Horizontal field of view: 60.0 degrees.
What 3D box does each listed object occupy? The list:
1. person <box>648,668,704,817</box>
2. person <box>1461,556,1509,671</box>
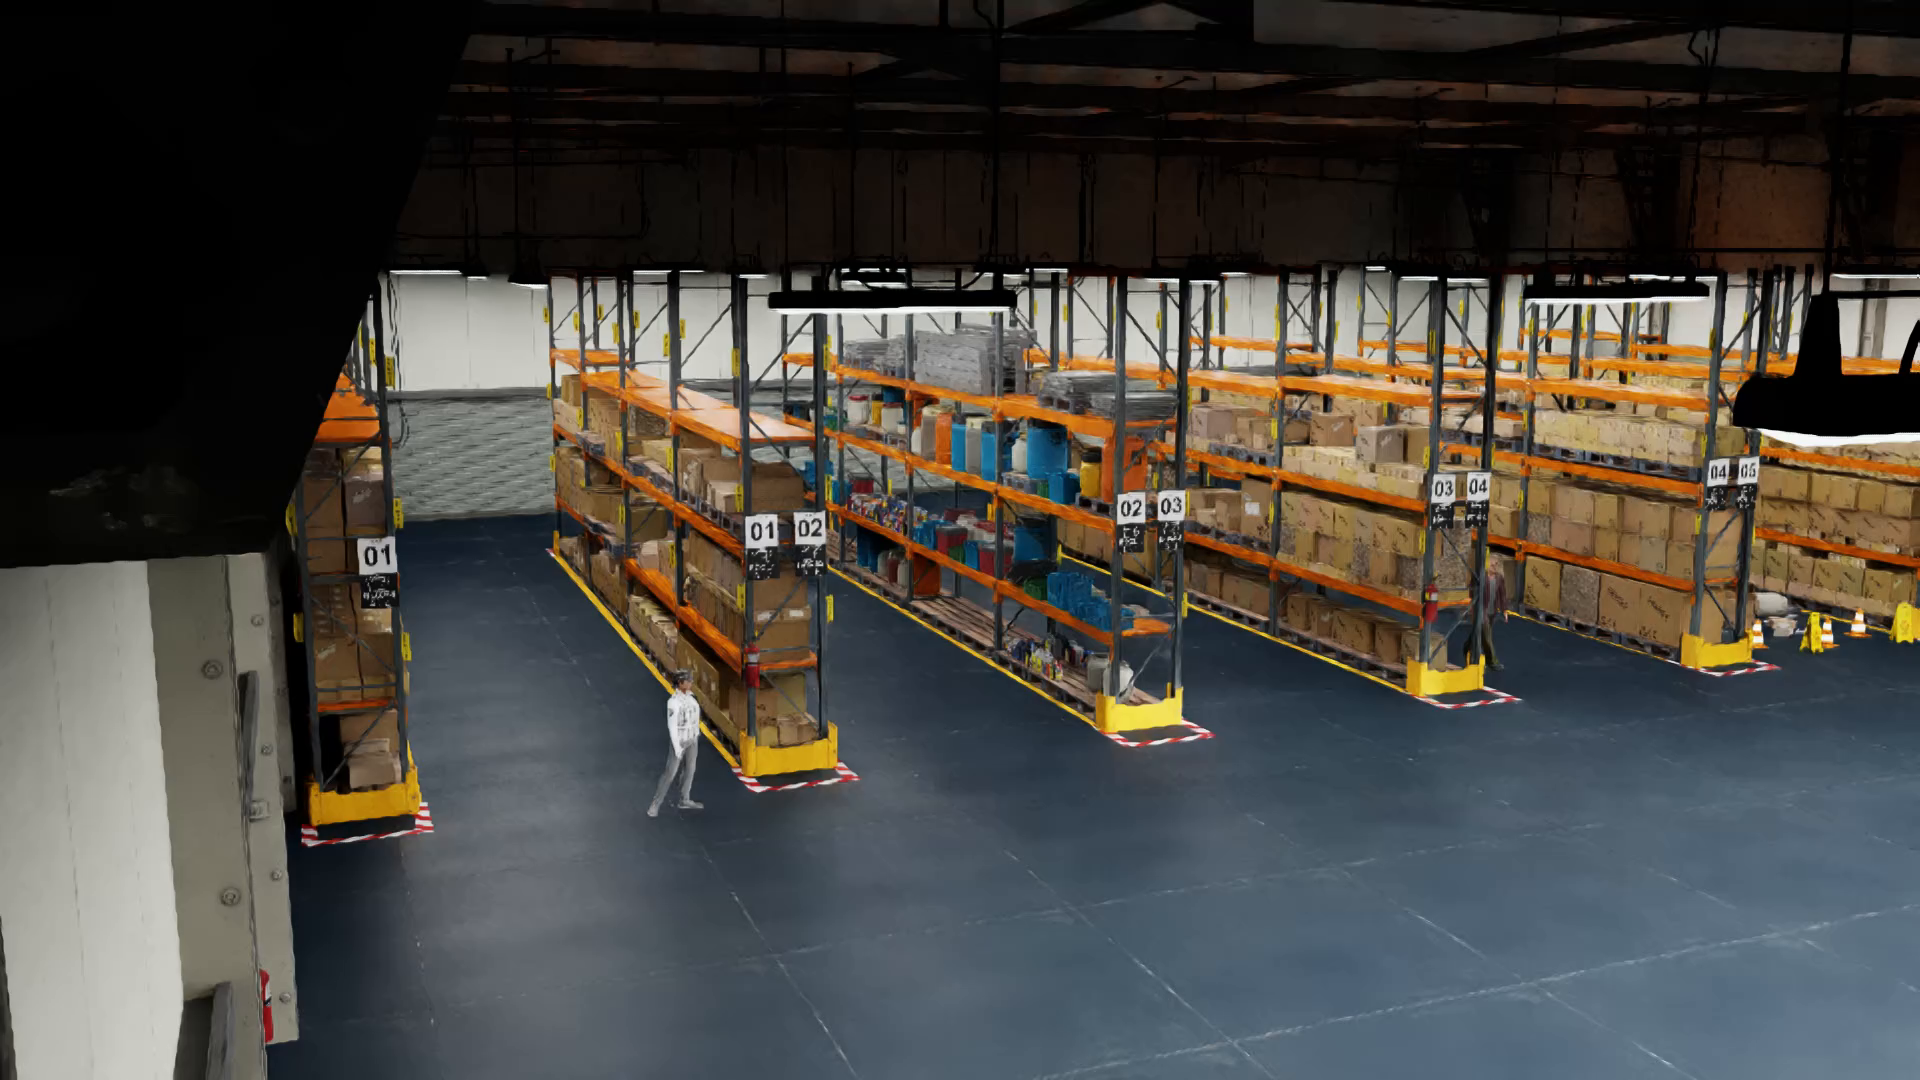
[{"bbox_3d":[-3.241,2.286,18.815,0.471,1.658,0.663,5,11,25],"label":"person"},{"bbox_3d":[8.071,1.091,25.395,0.600,1.725,1.054,-4,11,-22],"label":"person"}]
